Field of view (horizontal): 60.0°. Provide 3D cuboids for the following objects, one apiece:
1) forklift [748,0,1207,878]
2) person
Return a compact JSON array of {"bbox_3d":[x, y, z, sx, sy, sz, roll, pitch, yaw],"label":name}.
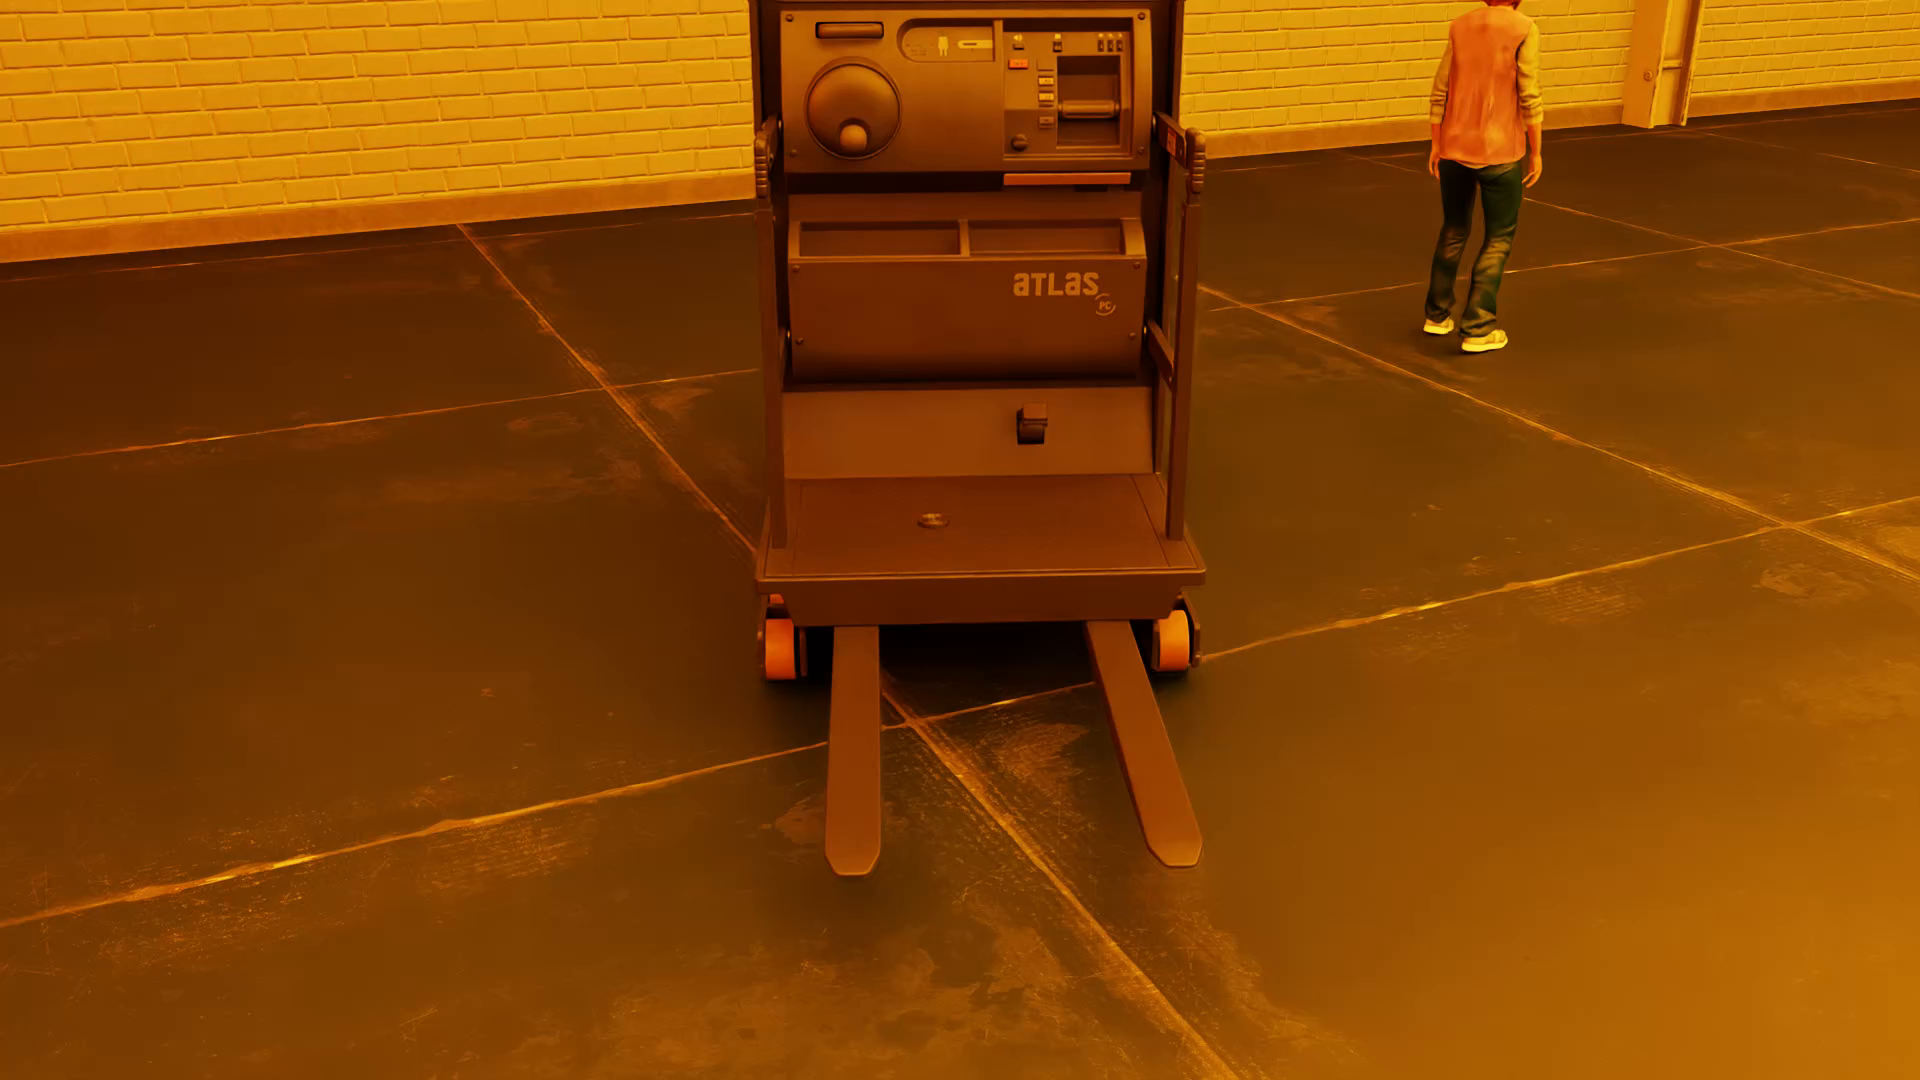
[{"bbox_3d":[0.030,-1.120,3.982,1.130,2.935,3.031,-1,23,-3],"label":"forklift"},{"bbox_3d":[2.175,-1.580,6.866,0.398,1.607,0.480,-20,30,-40],"label":"person"}]
